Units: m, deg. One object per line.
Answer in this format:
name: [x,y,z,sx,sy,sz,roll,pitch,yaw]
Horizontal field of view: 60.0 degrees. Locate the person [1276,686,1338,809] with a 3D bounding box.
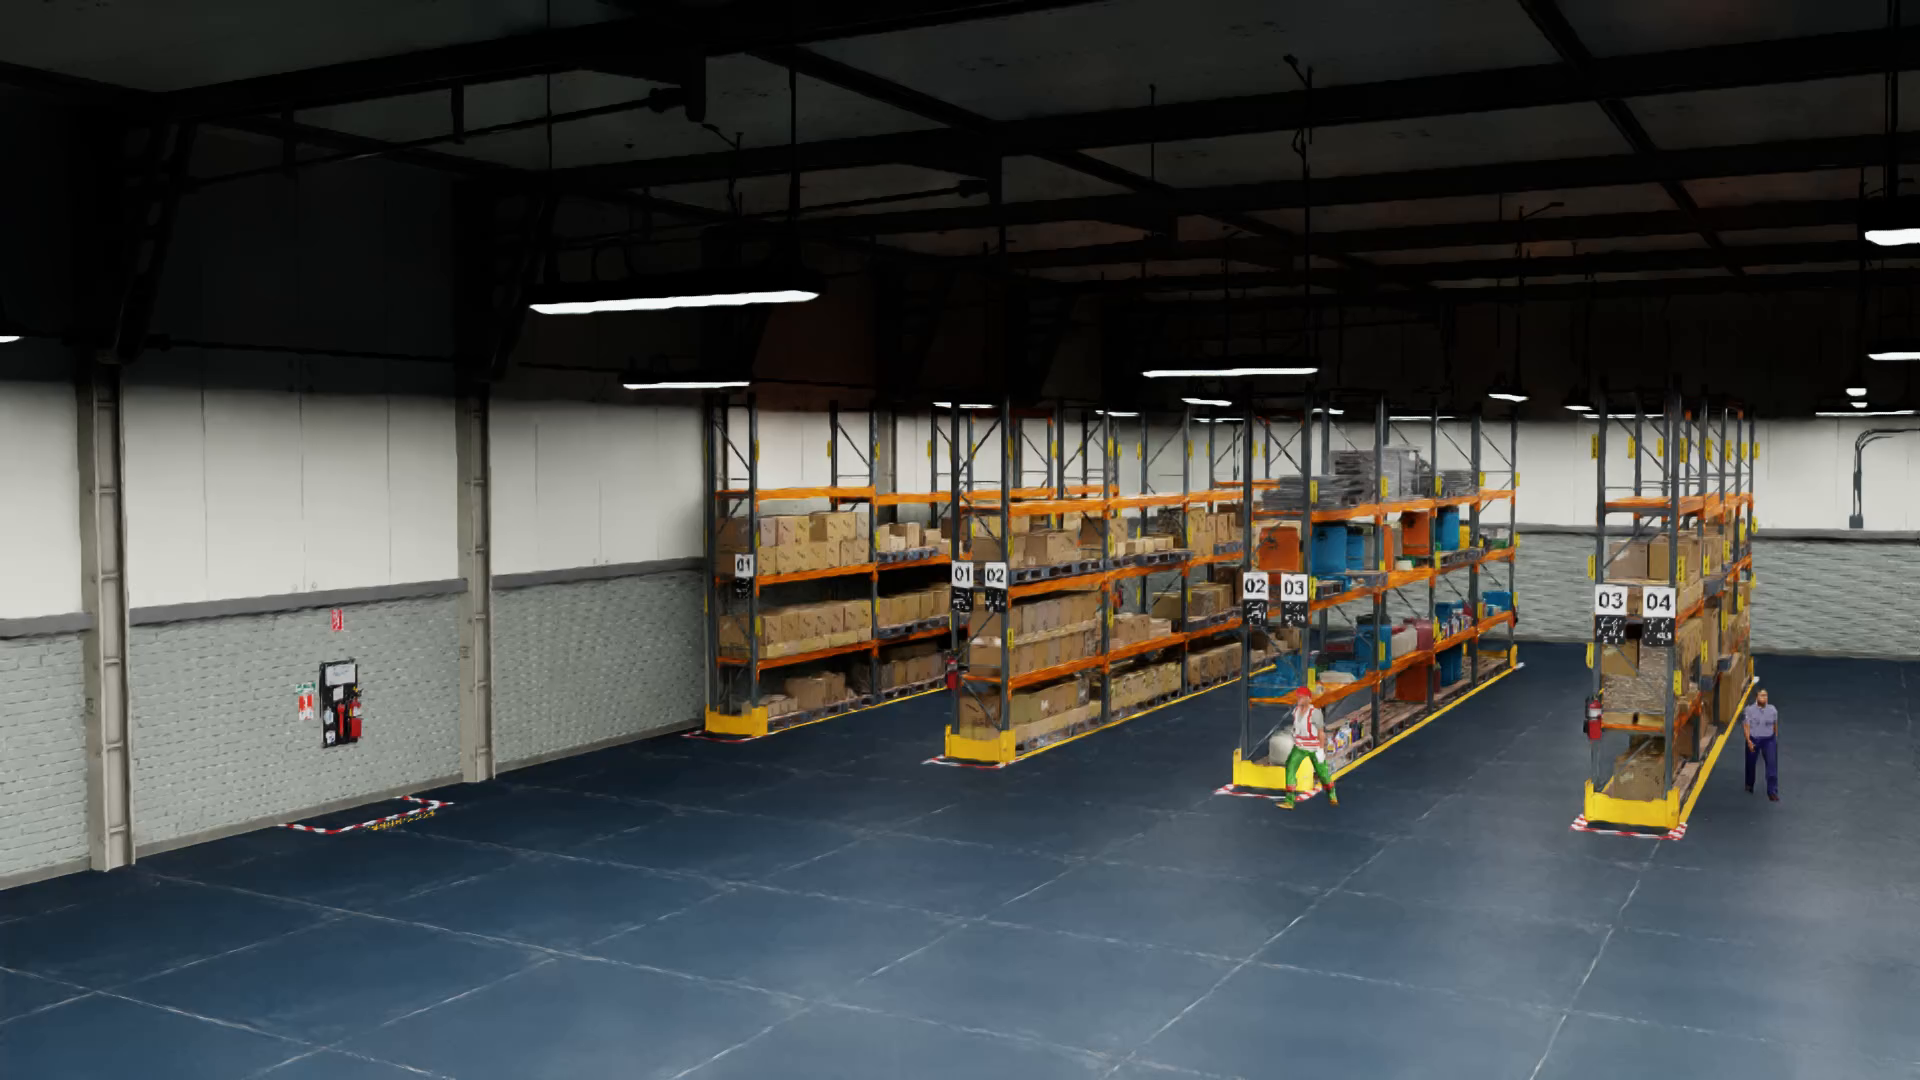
person: [4.871,2.889,23.208,0.987,1.734,0.596,-3,4,-41]

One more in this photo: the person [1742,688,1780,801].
person: [11.499,2.918,23.912,0.478,1.557,1.000,1,3,20]
